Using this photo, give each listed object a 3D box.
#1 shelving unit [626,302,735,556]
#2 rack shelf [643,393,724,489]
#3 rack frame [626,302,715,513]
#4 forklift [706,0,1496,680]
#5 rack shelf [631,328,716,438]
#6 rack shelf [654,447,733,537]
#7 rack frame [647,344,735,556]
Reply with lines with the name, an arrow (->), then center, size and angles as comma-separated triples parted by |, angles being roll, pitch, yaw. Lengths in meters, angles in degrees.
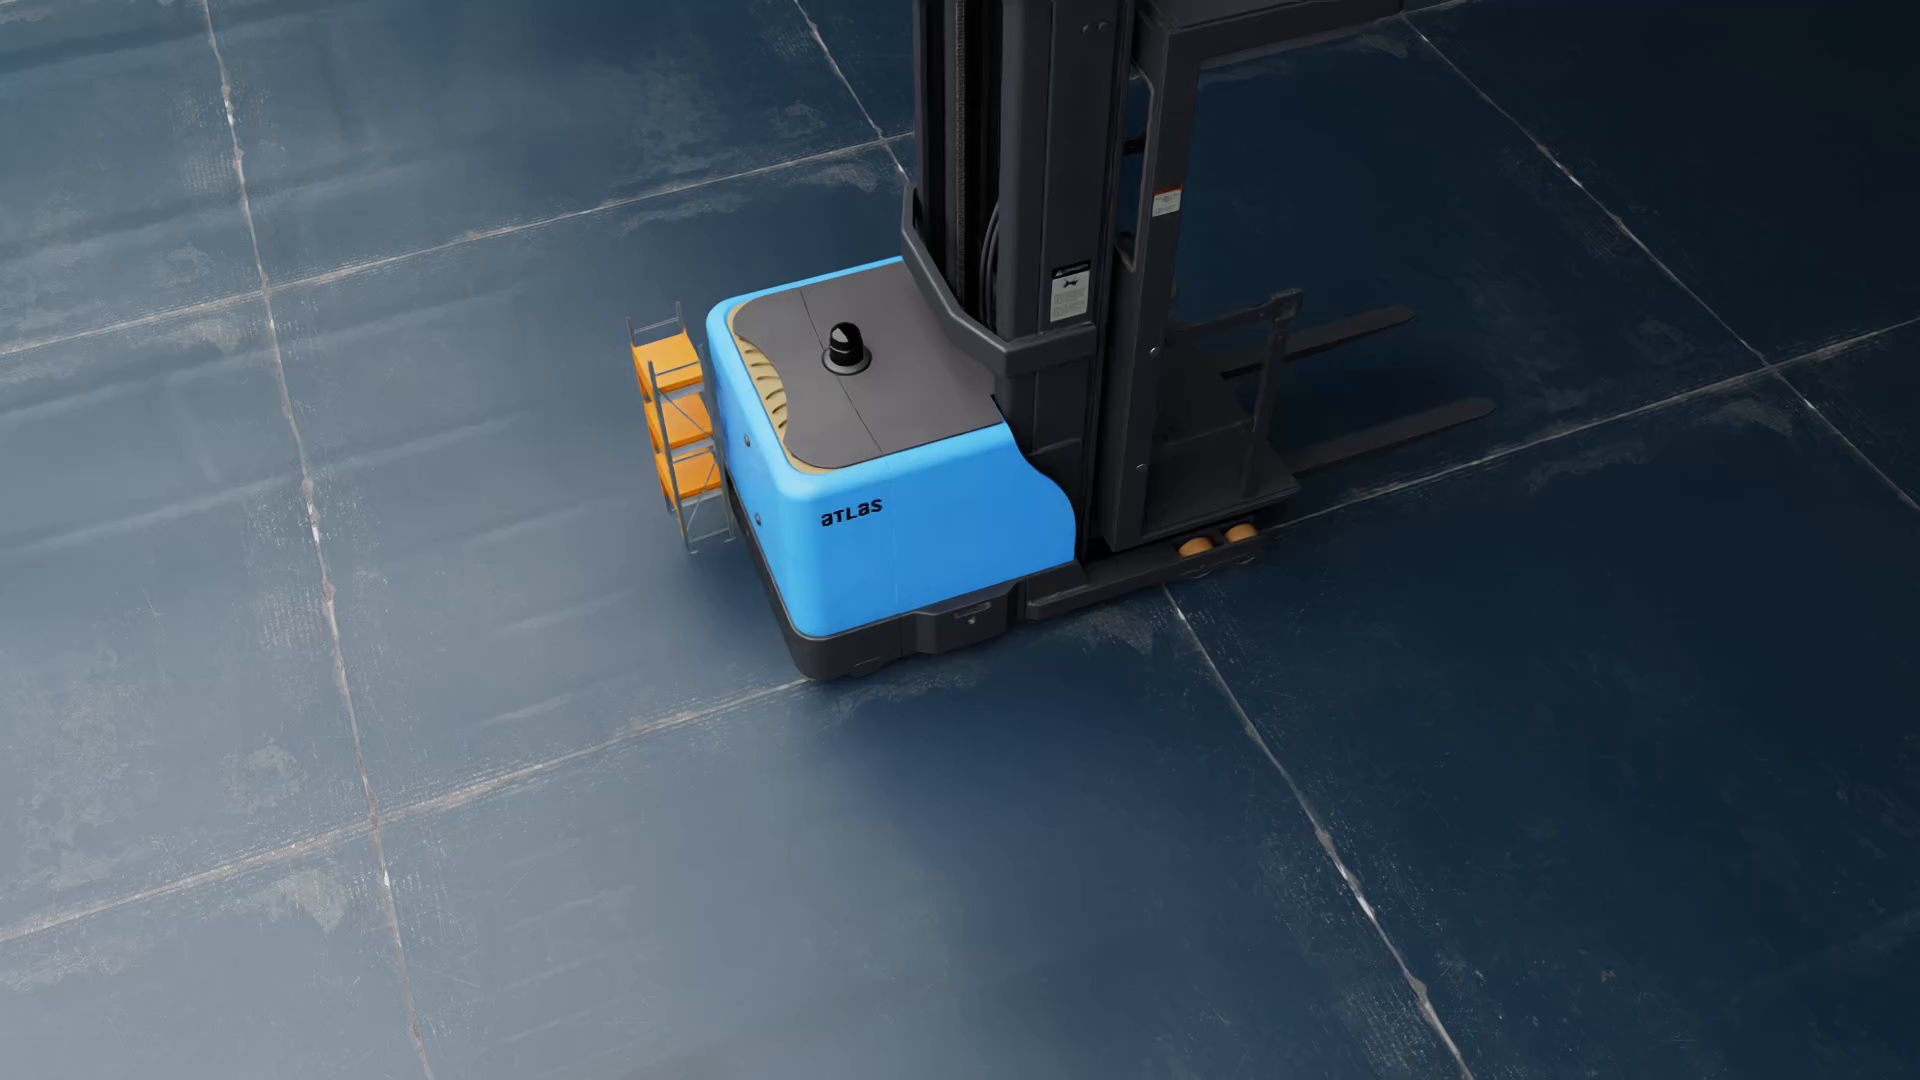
shelving unit -> -1.036, -0.394, 6.234 | 0.215, 1.050, 0.252 | -20, 53, -15
rack shelf -> -1.036, -0.387, 6.242 | 0.215, 0.259, 0.240 | -20, 53, -15
rack frame -> -1.087, -0.479, 6.305 | 0.200, 1.050, 0.008 | -20, 53, -15
forklift -> 0.653, -1.164, 5.658 | 3.031, 2.935, 1.130 | -17, 51, -14
rack shelf -> -1.037, -0.570, 6.025 | 0.215, 0.259, 0.240 | -20, 53, -15
rack shelf -> -1.035, -0.209, 6.455 | 0.215, 0.259, 0.240 | -20, 53, -15
rack frame -> -0.985, -0.309, 6.163 | 0.200, 1.050, 0.008 | -20, 53, -15
